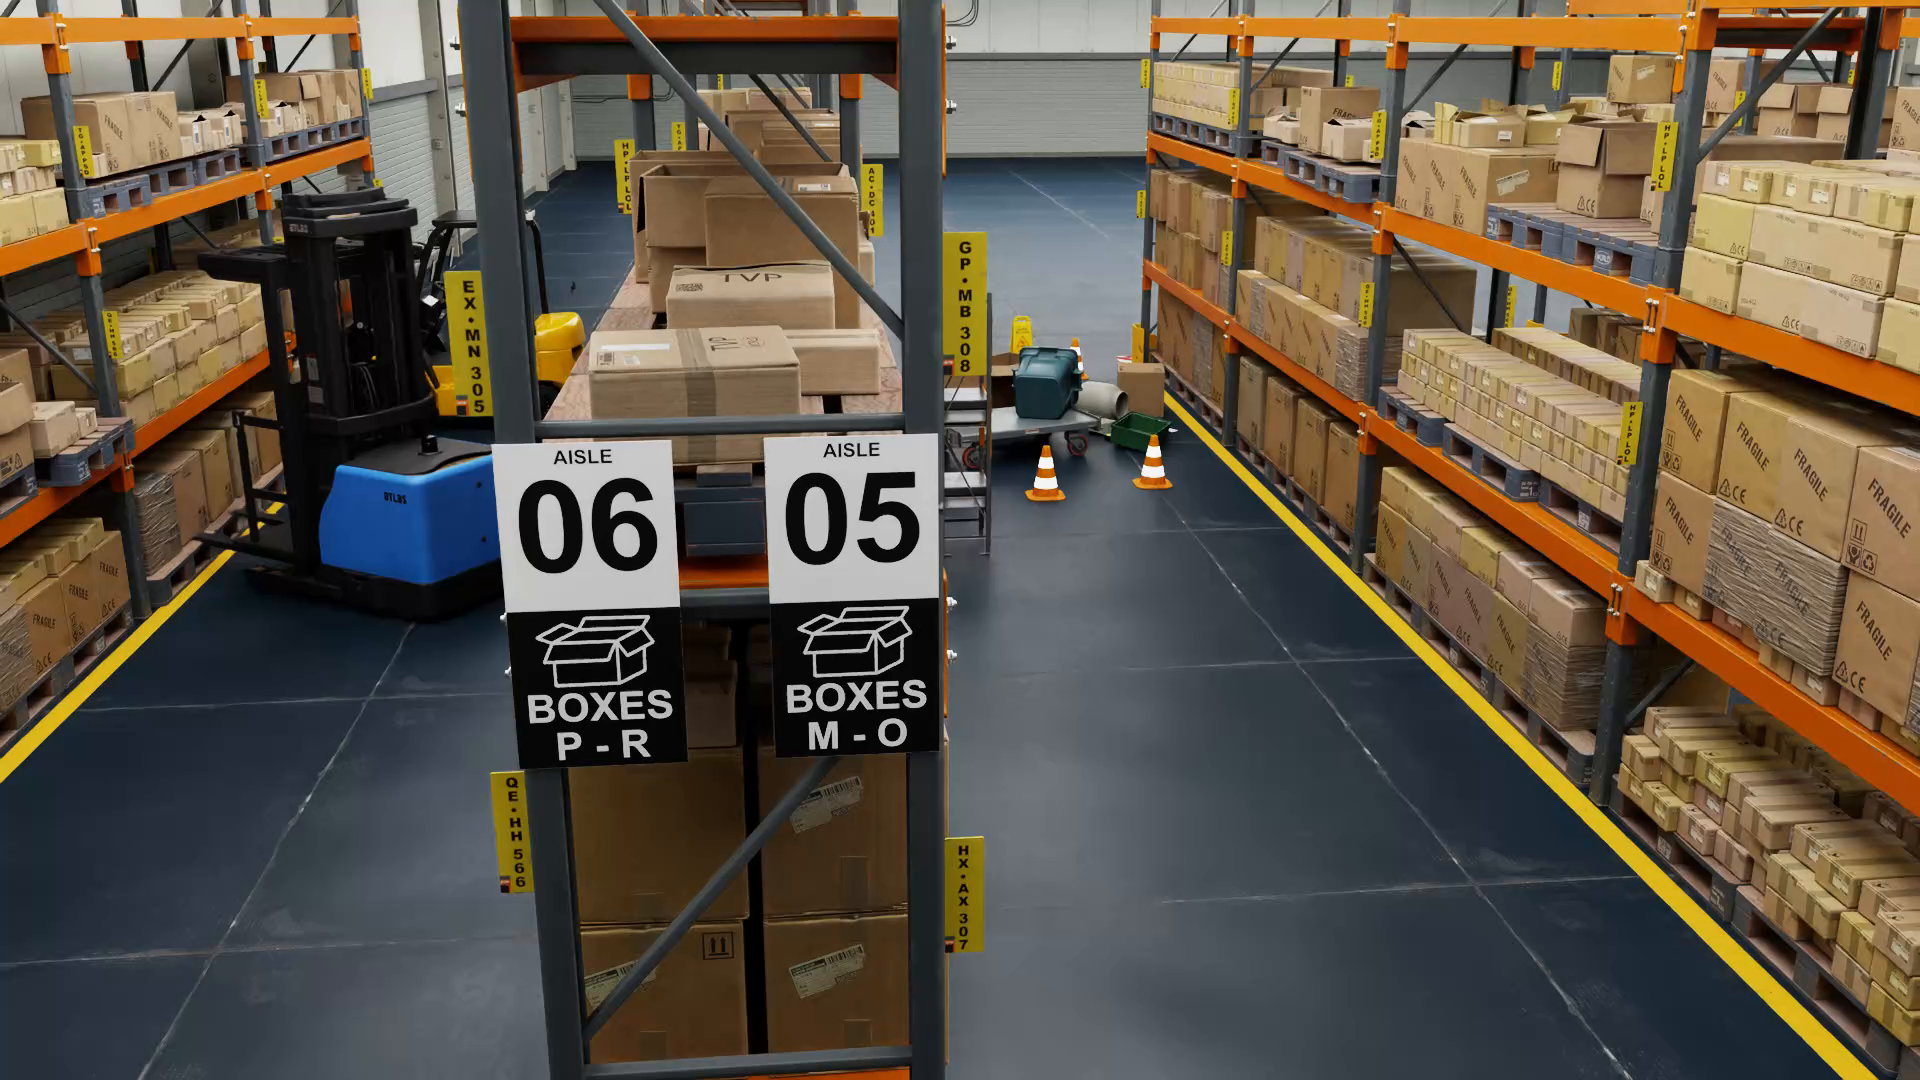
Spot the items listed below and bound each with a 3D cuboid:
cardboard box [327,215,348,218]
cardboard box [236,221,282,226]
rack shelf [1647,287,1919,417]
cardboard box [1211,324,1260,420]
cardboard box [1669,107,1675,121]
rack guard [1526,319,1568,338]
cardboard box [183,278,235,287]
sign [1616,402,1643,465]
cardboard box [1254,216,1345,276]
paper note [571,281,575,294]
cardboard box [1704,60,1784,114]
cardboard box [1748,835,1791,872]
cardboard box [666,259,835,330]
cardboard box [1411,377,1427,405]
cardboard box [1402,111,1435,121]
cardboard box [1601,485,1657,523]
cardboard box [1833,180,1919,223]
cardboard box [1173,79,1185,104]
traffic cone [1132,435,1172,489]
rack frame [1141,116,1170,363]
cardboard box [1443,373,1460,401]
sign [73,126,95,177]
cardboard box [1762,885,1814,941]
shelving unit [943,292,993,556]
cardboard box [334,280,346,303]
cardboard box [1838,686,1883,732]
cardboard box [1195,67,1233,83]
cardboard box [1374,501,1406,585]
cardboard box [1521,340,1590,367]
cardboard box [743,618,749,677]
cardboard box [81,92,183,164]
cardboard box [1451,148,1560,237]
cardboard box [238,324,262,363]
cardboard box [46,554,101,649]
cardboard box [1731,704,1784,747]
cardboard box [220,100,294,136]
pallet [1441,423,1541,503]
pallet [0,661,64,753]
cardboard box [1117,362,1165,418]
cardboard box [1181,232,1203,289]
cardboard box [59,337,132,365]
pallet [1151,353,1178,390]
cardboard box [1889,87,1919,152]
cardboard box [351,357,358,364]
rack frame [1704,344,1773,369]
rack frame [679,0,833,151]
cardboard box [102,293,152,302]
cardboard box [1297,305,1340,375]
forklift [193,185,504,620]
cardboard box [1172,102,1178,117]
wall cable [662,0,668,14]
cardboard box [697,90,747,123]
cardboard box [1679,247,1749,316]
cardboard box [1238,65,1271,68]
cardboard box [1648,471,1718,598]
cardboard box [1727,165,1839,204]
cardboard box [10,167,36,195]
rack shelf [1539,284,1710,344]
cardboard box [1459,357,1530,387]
[{"bbox_3d":[-6.683,-3.343,17.571,0.380,0.149,0.250,-1,17,-4],"label":"cardboard box"},{"bbox_3d":[-7.176,-3.175,17.036,0.380,0.149,0.250,-2,18,-5],"label":"cardboard box"},{"bbox_3d":[4.165,-0.499,6.451,1.077,0.370,4.000,-2,18,-6],"label":"rack shelf"},{"bbox_3d":[3.138,-1.766,17.141,0.875,0.875,0.875,-2,17,-5],"label":"cardboard box"},{"bbox_3d":[7.701,-4.466,17.472,0.380,0.149,0.250,-1,17,-4],"label":"cardboard box"},{"bbox_3d":[7.673,-2.490,20.773,1.175,0.500,0.348,-2,18,-6],"label":"rack guard"},{"bbox_3d":[-6.443,-2.164,14.312,0.380,0.149,0.250,-2,18,-6],"label":"cardboard box"},{"bbox_3d":[3.407,-0.541,8.459,0.100,0.325,0.005,-2,18,-6],"label":"sign"},{"bbox_3d":[3.191,-2.767,15.647,0.700,0.500,0.500,-2,18,-7],"label":"cardboard box"},{"bbox_3d":[-1.337,-0.873,5.735,0.006,0.032,0.123,-2,18,-6],"label":"paper note"},{"bbox_3d":[7.778,-4.499,16.493,0.500,0.500,0.500,-2,18,-7],"label":"cardboard box"},{"bbox_3d":[3.884,1.436,7.656,0.380,0.149,0.250,-1,17,-3],"label":"cardboard box"},{"bbox_3d":[-0.647,-0.716,5.223,0.500,0.311,0.500,-1,17,-5],"label":"cardboard box"},{"bbox_3d":[3.419,-1.059,11.762,0.380,0.149,0.250,-1,17,-3],"label":"cardboard box"},{"bbox_3d":[3.586,-3.360,13.644,0.500,0.311,0.500,-2,18,-7],"label":"cardboard box"},{"bbox_3d":[3.721,-0.199,9.022,0.380,0.149,0.250,-2,18,-7],"label":"cardboard box"},{"bbox_3d":[3.853,-1.390,6.840,0.380,0.149,0.250,-2,18,-7],"label":"cardboard box"},{"bbox_3d":[2.622,-4.878,18.085,0.500,0.250,0.500,-2,18,-6],"label":"cardboard box"},{"bbox_3d":[1.770,-0.734,15.241,0.336,0.463,0.334,-2,18,-6],"label":"traffic cone"},{"bbox_3d":[2.721,-3.582,20.078,1.000,3.000,0.127,-2,18,-6],"label":"rack frame"},{"bbox_3d":[3.484,-1.035,11.189,0.380,0.149,0.250,-2,18,-5],"label":"cardboard box"},{"bbox_3d":[-5.764,-2.555,10.936,0.100,0.325,0.005,-2,18,-6],"label":"sign"},{"bbox_3d":[3.851,1.657,7.450,0.380,0.149,0.250,-2,18,-7],"label":"cardboard box"},{"bbox_3d":[0.017,-0.952,13.205,0.431,2.100,0.503,-2,18,-6],"label":"shelving unit"},{"bbox_3d":[-6.657,-2.697,17.092,0.500,0.500,0.500,-2,18,-5],"label":"cardboard box"},{"bbox_3d":[3.920,0.677,6.932,0.380,0.149,0.250,-1,17,-4],"label":"cardboard box"},{"bbox_3d":[2.649,-4.805,17.187,0.380,0.149,0.250,-2,18,-6],"label":"cardboard box"},{"bbox_3d":[3.365,0.013,12.101,0.500,0.500,0.500,-3,18,-8],"label":"cardboard box"},{"bbox_3d":[4.103,-1.278,11.465,0.380,0.149,0.250,-1,17,-4],"label":"cardboard box"},{"bbox_3d":[-0.959,0.405,5.543,0.500,0.500,0.500,-2,18,-6],"label":"cardboard box"},{"bbox_3d":[-6.241,-3.114,12.546,0.500,0.500,0.500,-1,17,-4],"label":"cardboard box"},{"bbox_3d":[3.456,-2.201,10.506,0.500,0.500,0.500,-2,18,-6],"label":"cardboard box"},{"bbox_3d":[-6.347,-1.689,14.301,0.500,0.250,0.500,-2,18,-6],"label":"cardboard box"},{"bbox_3d":[-6.005,0.400,10.867,0.500,0.500,0.500,-2,18,-6],"label":"cardboard box"},{"bbox_3d":[4.254,0.967,8.653,0.380,0.149,0.250,-1,17,-4],"label":"cardboard box"},{"bbox_3d":[-6.560,-3.945,15.507,0.500,0.311,0.500,-1,17,-5],"label":"cardboard box"},{"bbox_3d":[3.791,-0.518,10.640,1.003,0.211,1.213,-2,18,-6],"label":"pallet"},{"bbox_3d":[-6.142,1.056,9.962,1.003,0.211,1.213,-2,18,-6],"label":"pallet"},{"bbox_3d":[1.953,-1.629,18.029,0.500,0.500,0.500,1,17,4],"label":"cardboard box"},{"bbox_3d":[2.911,-3.054,18.146,0.875,0.550,0.500,-2,18,-6],"label":"cardboard box"},{"bbox_3d":[-6.044,-1.322,11.631,0.380,0.149,0.250,-1,17,-4],"label":"cardboard box"},{"bbox_3d":[2.881,-2.016,19.745,1.003,0.211,1.213,-2,18,-6],"label":"pallet"},{"bbox_3d":[8.093,-3.474,13.724,0.500,0.500,0.500,-1,17,-5],"label":"cardboard box"},{"bbox_3d":[-6.605,-1.784,17.406,0.500,0.250,0.500,-2,18,-6],"label":"cardboard box"},{"bbox_3d":[8.078,-2.513,16.674,1.000,3.000,0.127,-2,18,-6],"label":"rack frame"},{"bbox_3d":[-1.367,-3.878,11.005,1.000,3.000,0.127,-2,18,-6],"label":"rack frame"},{"bbox_3d":[-6.815,-1.917,13.525,0.380,0.149,0.250,-2,18,-6],"label":"cardboard box"},{"bbox_3d":[3.131,-1.670,13.820,0.500,0.500,0.500,-2,18,-7],"label":"cardboard box"},{"bbox_3d":[-4.796,-1.133,12.391,3.031,2.935,1.130,9,20,27],"label":"forklift"},{"bbox_3d":[2.542,-4.728,18.274,0.380,0.149,0.250,-2,18,-5],"label":"cardboard box"},{"bbox_3d":[-7.346,-16.740,48.726,3.097,2.526,0.112,-2,18,-6],"label":"wall cable"},{"bbox_3d":[-2.057,-3.671,14.069,0.500,0.250,0.500,-2,18,-7],"label":"cardboard box"},{"bbox_3d":[3.744,-1.220,7.798,0.500,0.250,0.500,-1,17,-3],"label":"cardboard box"},{"bbox_3d":[3.224,-5.053,17.976,0.380,0.149,0.250,-2,18,-6],"label":"cardboard box"},{"bbox_3d":[3.759,-0.041,8.136,0.500,0.500,0.500,-2,18,-7],"label":"cardboard box"},{"bbox_3d":[3.743,-1.619,7.567,0.380,0.149,0.250,-3,18,-8],"label":"cardboard box"},{"bbox_3d":[-6.021,-2.235,10.364,0.380,0.149,0.250,-2,18,-7],"label":"cardboard box"},{"bbox_3d":[7.871,-2.766,18.680,1.077,0.370,4.000,-2,18,-6],"label":"rack shelf"},{"bbox_3d":[3.509,-1.106,10.918,0.380,0.149,0.250,-1,17,-3],"label":"cardboard box"}]
